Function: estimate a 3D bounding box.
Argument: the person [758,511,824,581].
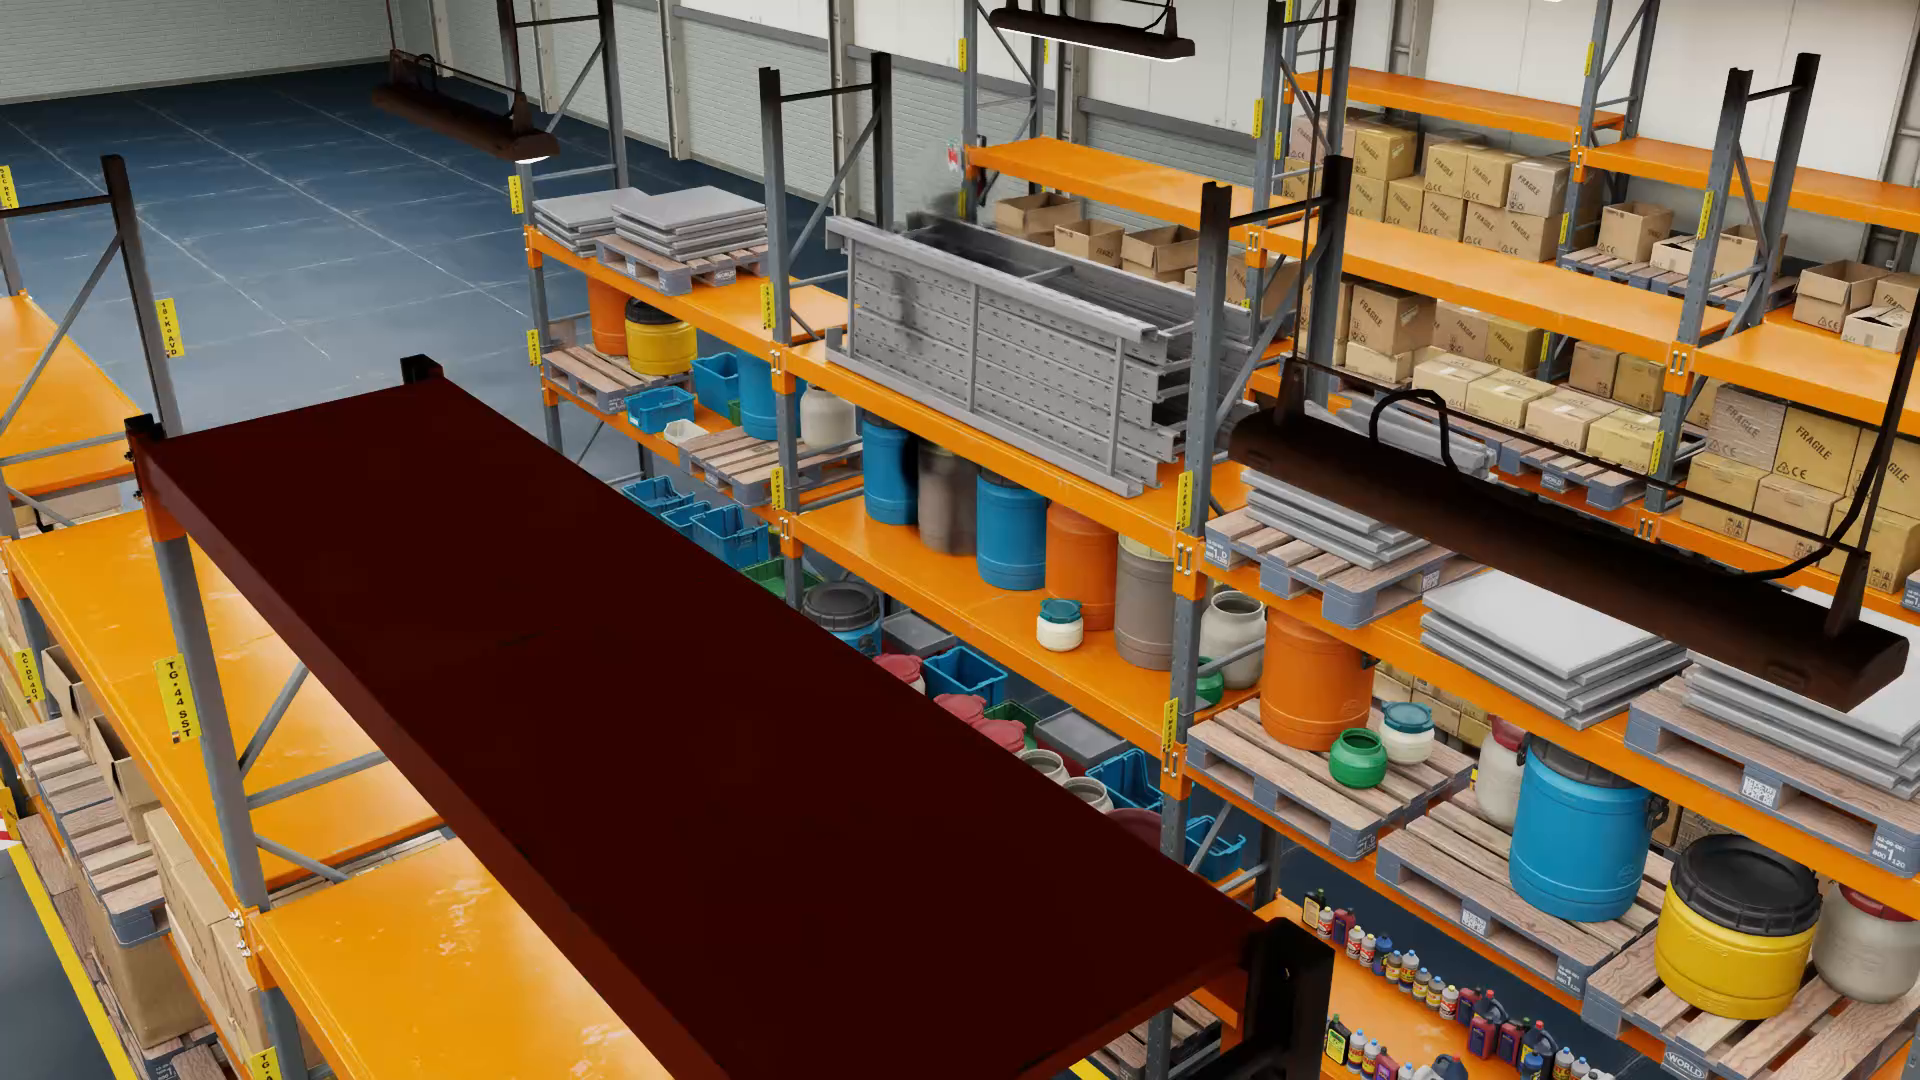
[{"bbox_3d":[-1.705,-0.132,16.401,0.695,1.711,0.737,-23,34,-39],"label":"person"}]
